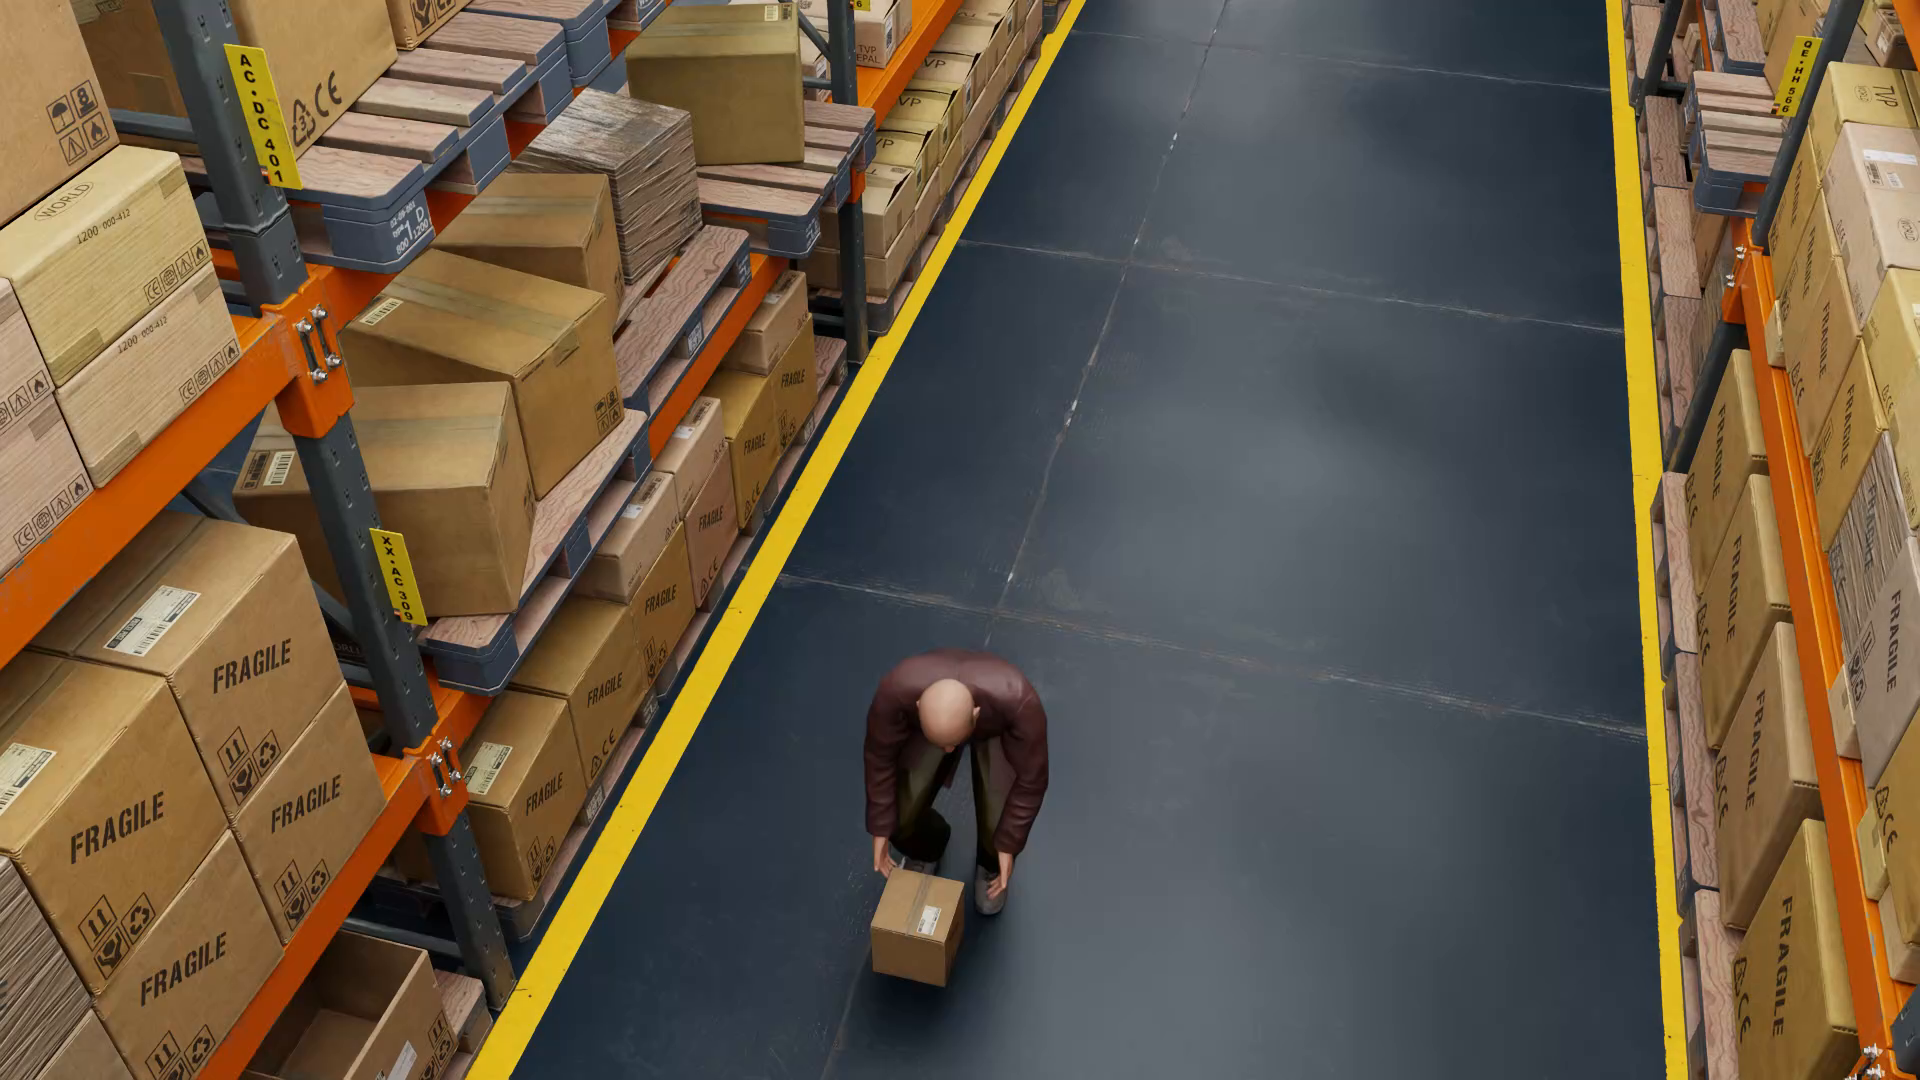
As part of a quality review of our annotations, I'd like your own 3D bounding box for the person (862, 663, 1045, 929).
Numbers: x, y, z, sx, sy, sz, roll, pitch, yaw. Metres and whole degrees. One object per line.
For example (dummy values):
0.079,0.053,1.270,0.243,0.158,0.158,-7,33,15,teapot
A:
0.007,0.820,5.670,0.623,1.180,0.822,10,41,11,person
